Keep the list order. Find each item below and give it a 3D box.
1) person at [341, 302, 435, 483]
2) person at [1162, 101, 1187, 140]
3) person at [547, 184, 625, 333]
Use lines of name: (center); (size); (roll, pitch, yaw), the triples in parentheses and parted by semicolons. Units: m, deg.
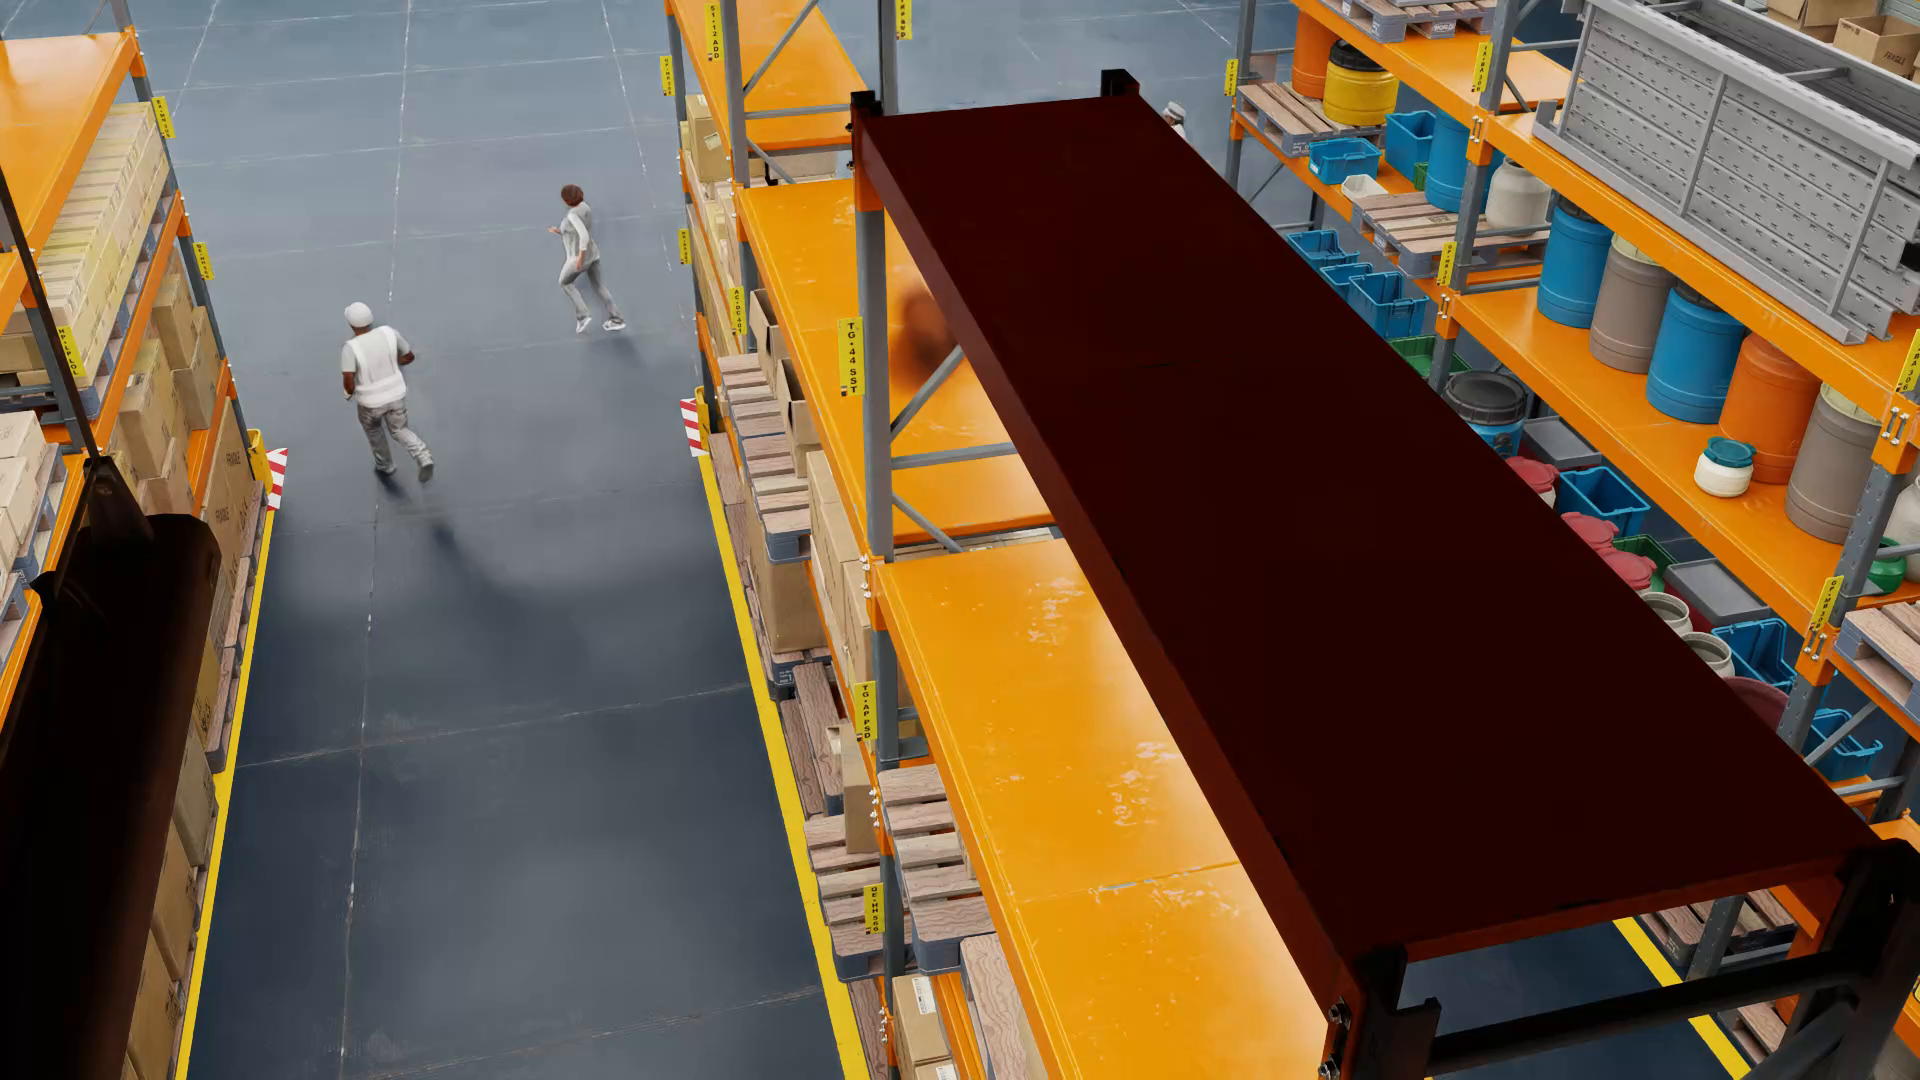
person: (-4.981, -1.222, 14.342); (0.690, 1.764, 0.982); (-28, 43, -34)
person: (2.359, -4.088, 18.596); (0.535, 1.655, 0.561); (6, 35, 9)
person: (-3.811, -2.818, 16.796); (0.763, 1.625, 0.503); (13, 36, 18)
